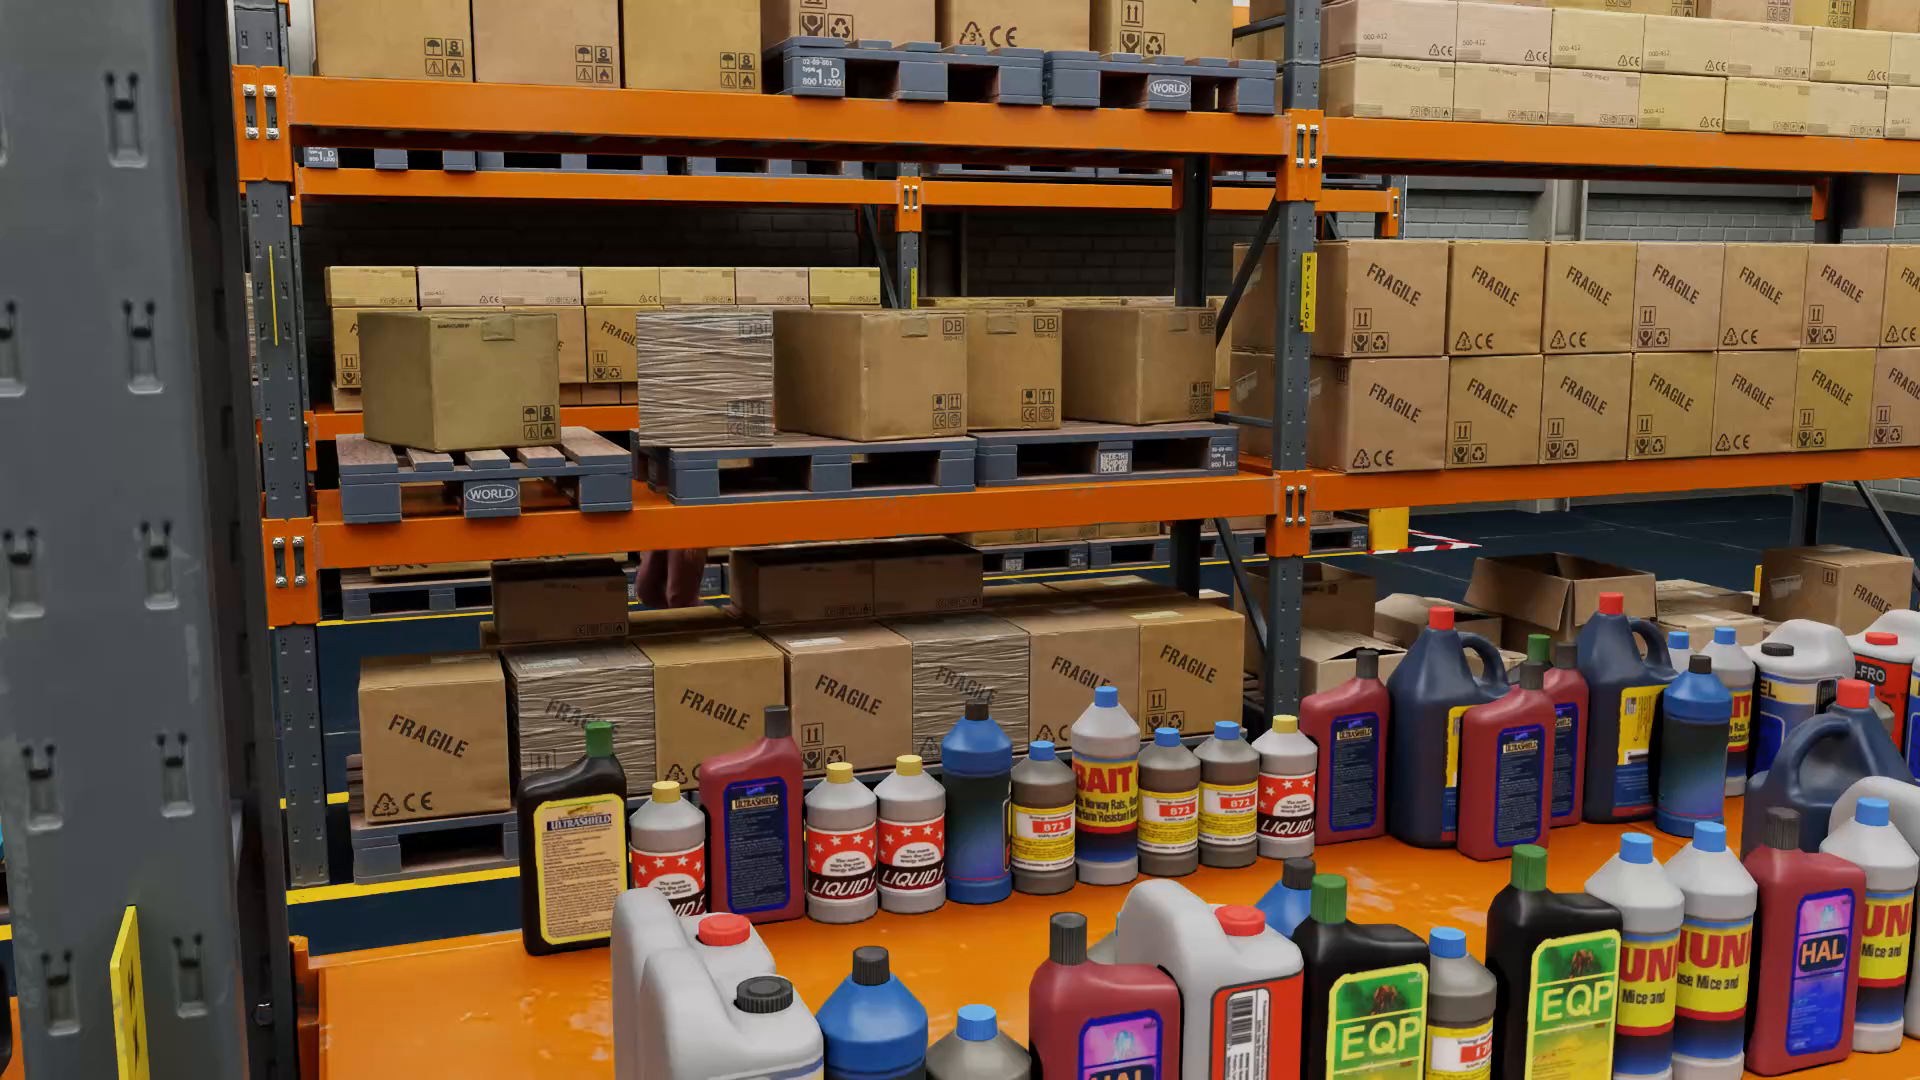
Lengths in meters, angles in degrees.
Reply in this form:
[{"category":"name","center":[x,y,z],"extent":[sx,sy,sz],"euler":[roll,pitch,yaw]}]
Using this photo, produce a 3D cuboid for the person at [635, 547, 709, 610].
[{"category":"person","center":[-1.411,-0.058,8.587],"extent":[0.484,1.664,0.445],"euler":[-5,10,-28]}]
